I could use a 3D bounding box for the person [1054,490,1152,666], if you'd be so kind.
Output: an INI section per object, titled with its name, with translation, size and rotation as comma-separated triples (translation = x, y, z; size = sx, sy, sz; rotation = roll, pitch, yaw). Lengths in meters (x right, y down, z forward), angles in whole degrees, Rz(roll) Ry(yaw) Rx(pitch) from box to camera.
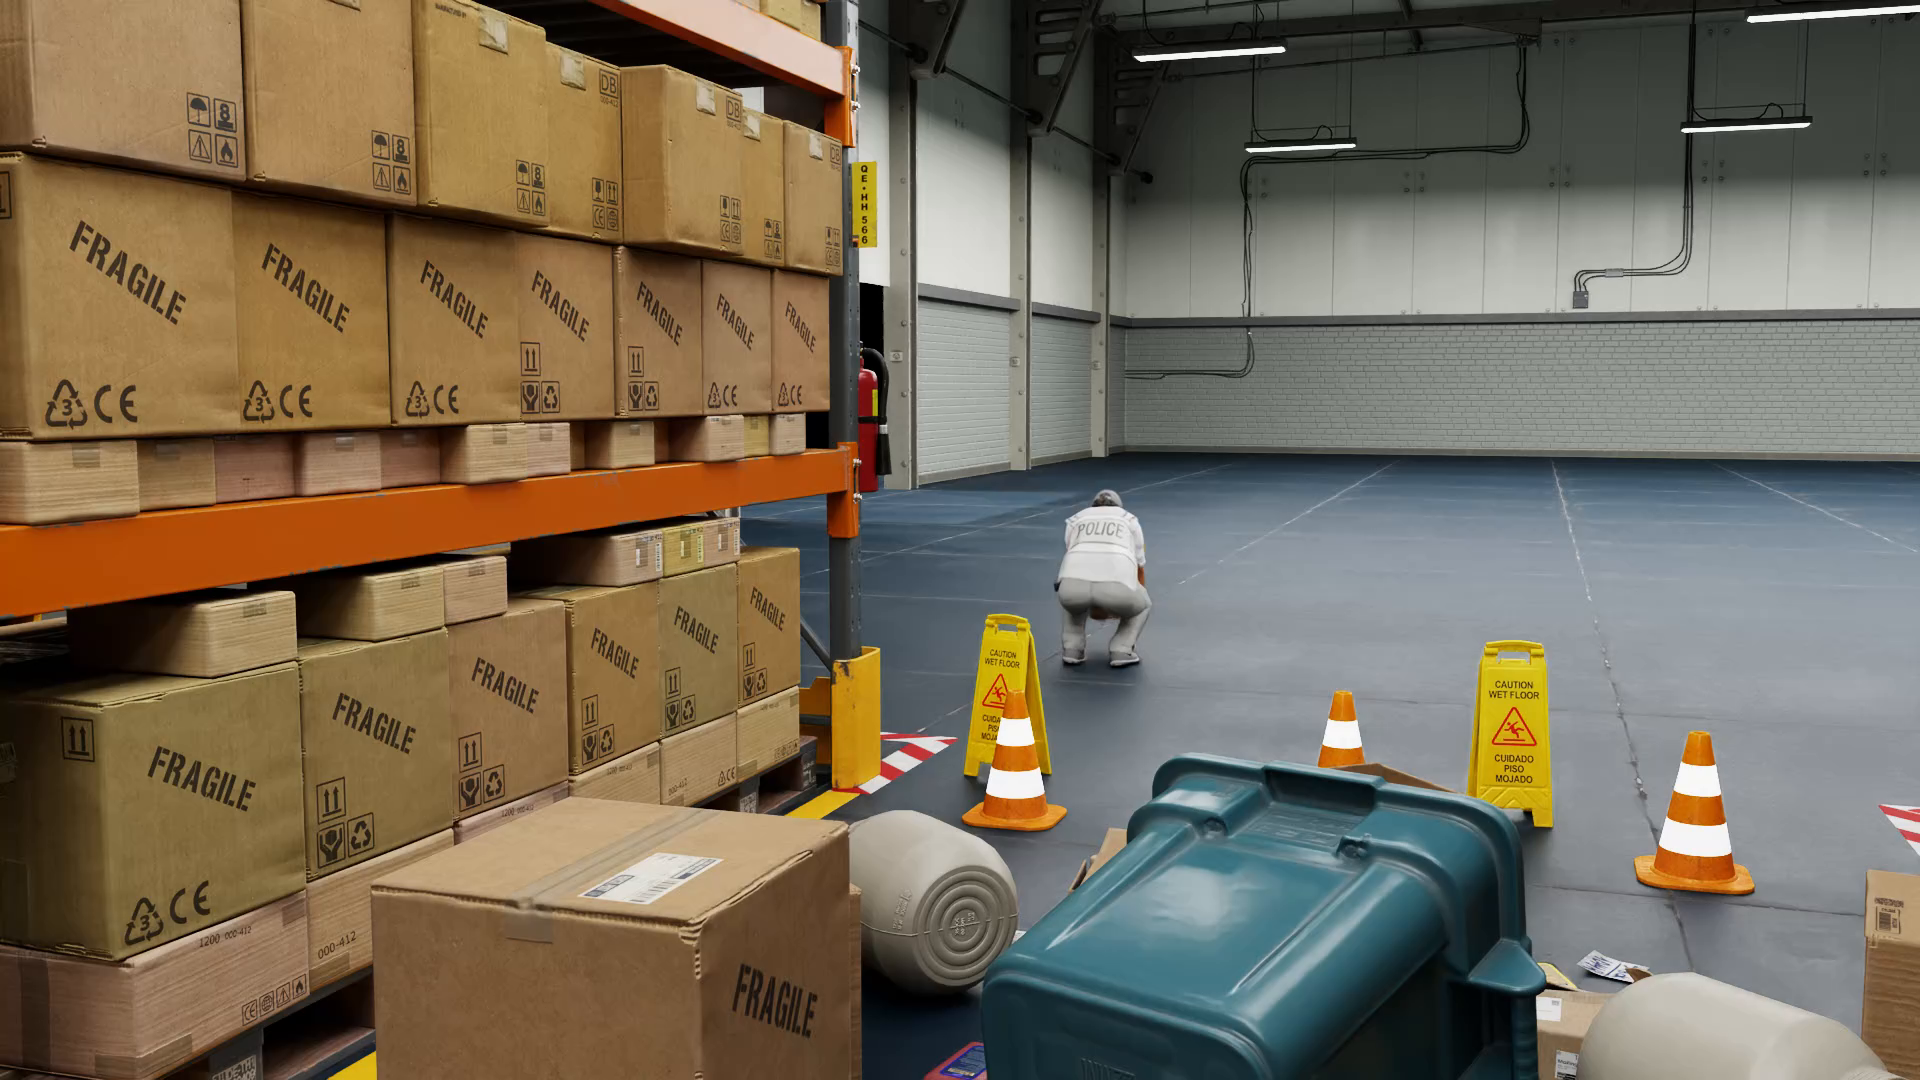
[person]
translation = 0.812, 0.213, 9.381
size = 0.509, 0.953, 0.868
rotation = 2, 6, 17
